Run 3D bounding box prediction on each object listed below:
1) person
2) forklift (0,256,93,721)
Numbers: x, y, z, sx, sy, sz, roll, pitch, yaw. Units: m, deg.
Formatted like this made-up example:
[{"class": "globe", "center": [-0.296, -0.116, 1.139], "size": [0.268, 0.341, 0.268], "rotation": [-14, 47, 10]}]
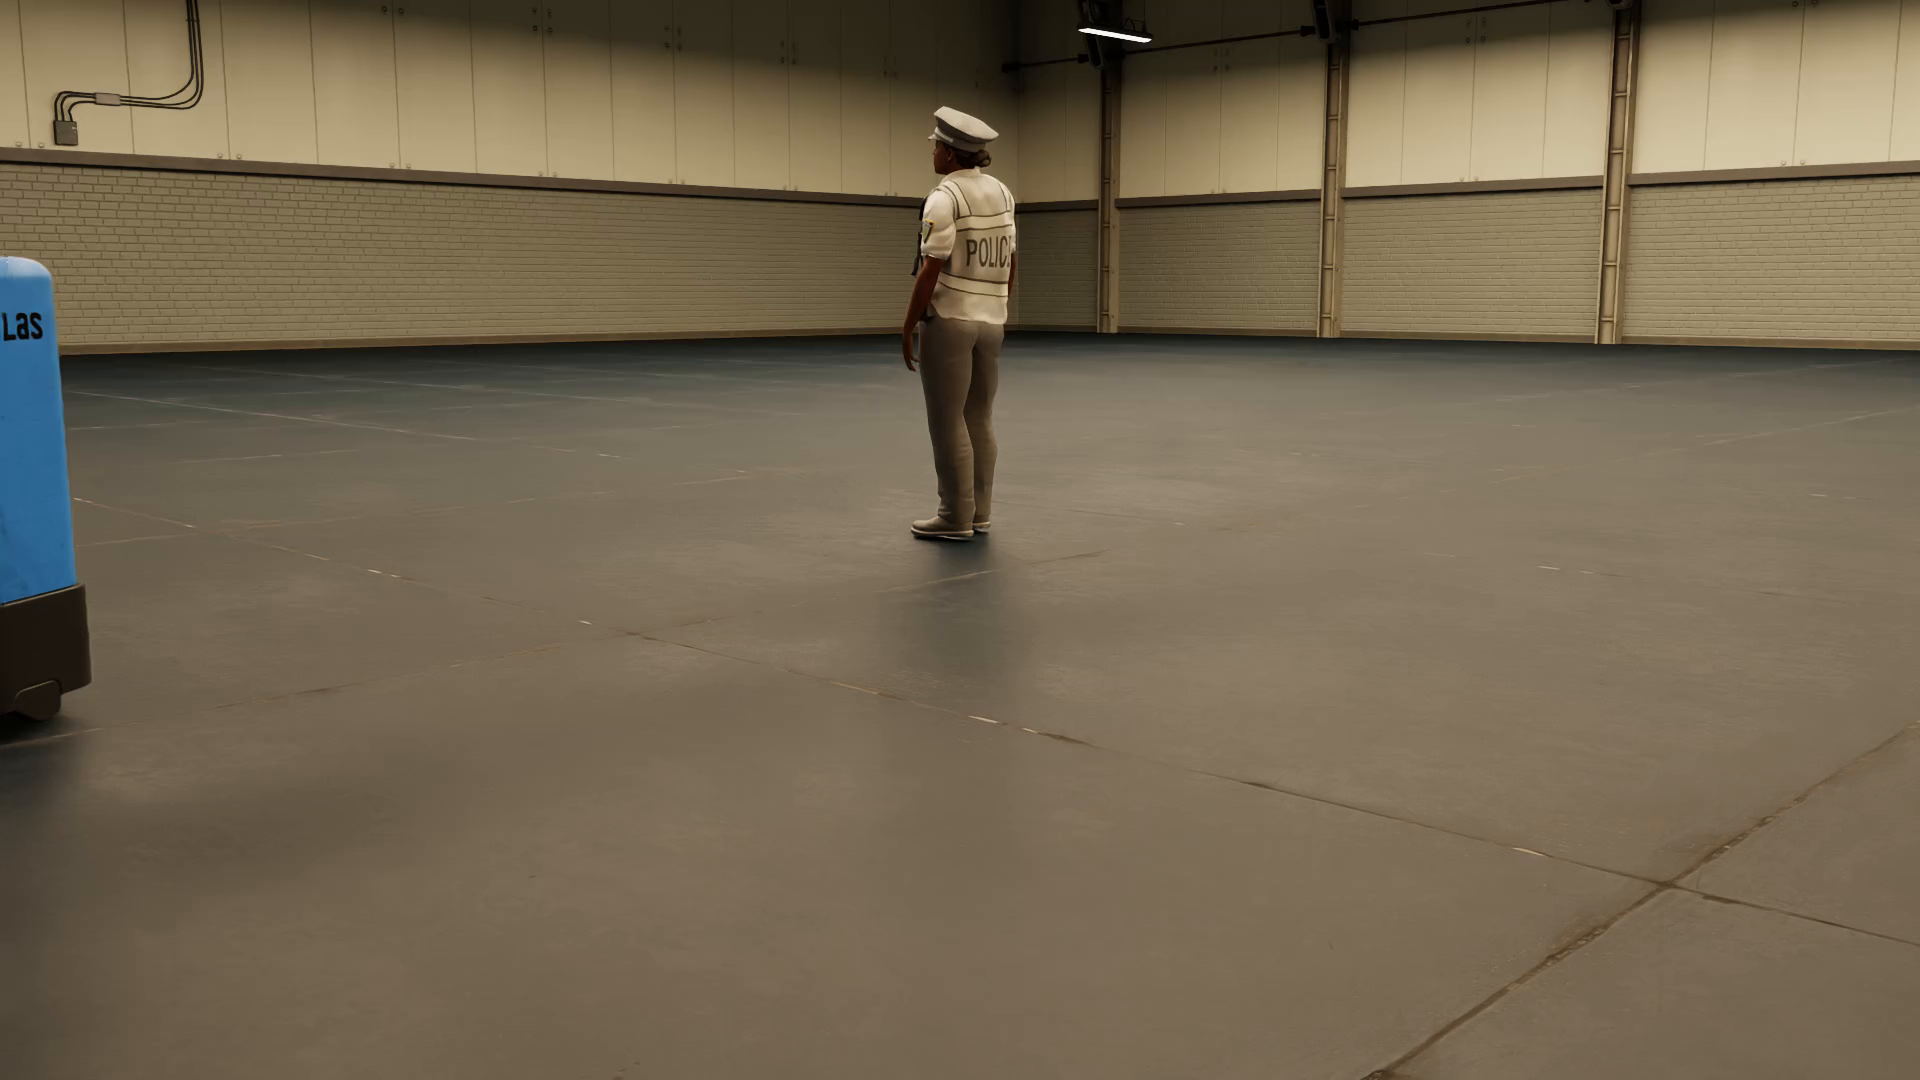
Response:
[{"class": "person", "center": [-0.040, -0.853, 6.656], "size": [0.530, 1.692, 0.569], "rotation": [8, 12, 43]}, {"class": "forklift", "center": [-2.807, -0.835, 2.421], "size": [1.130, 2.935, 3.031], "rotation": [1, 9, 9]}]
